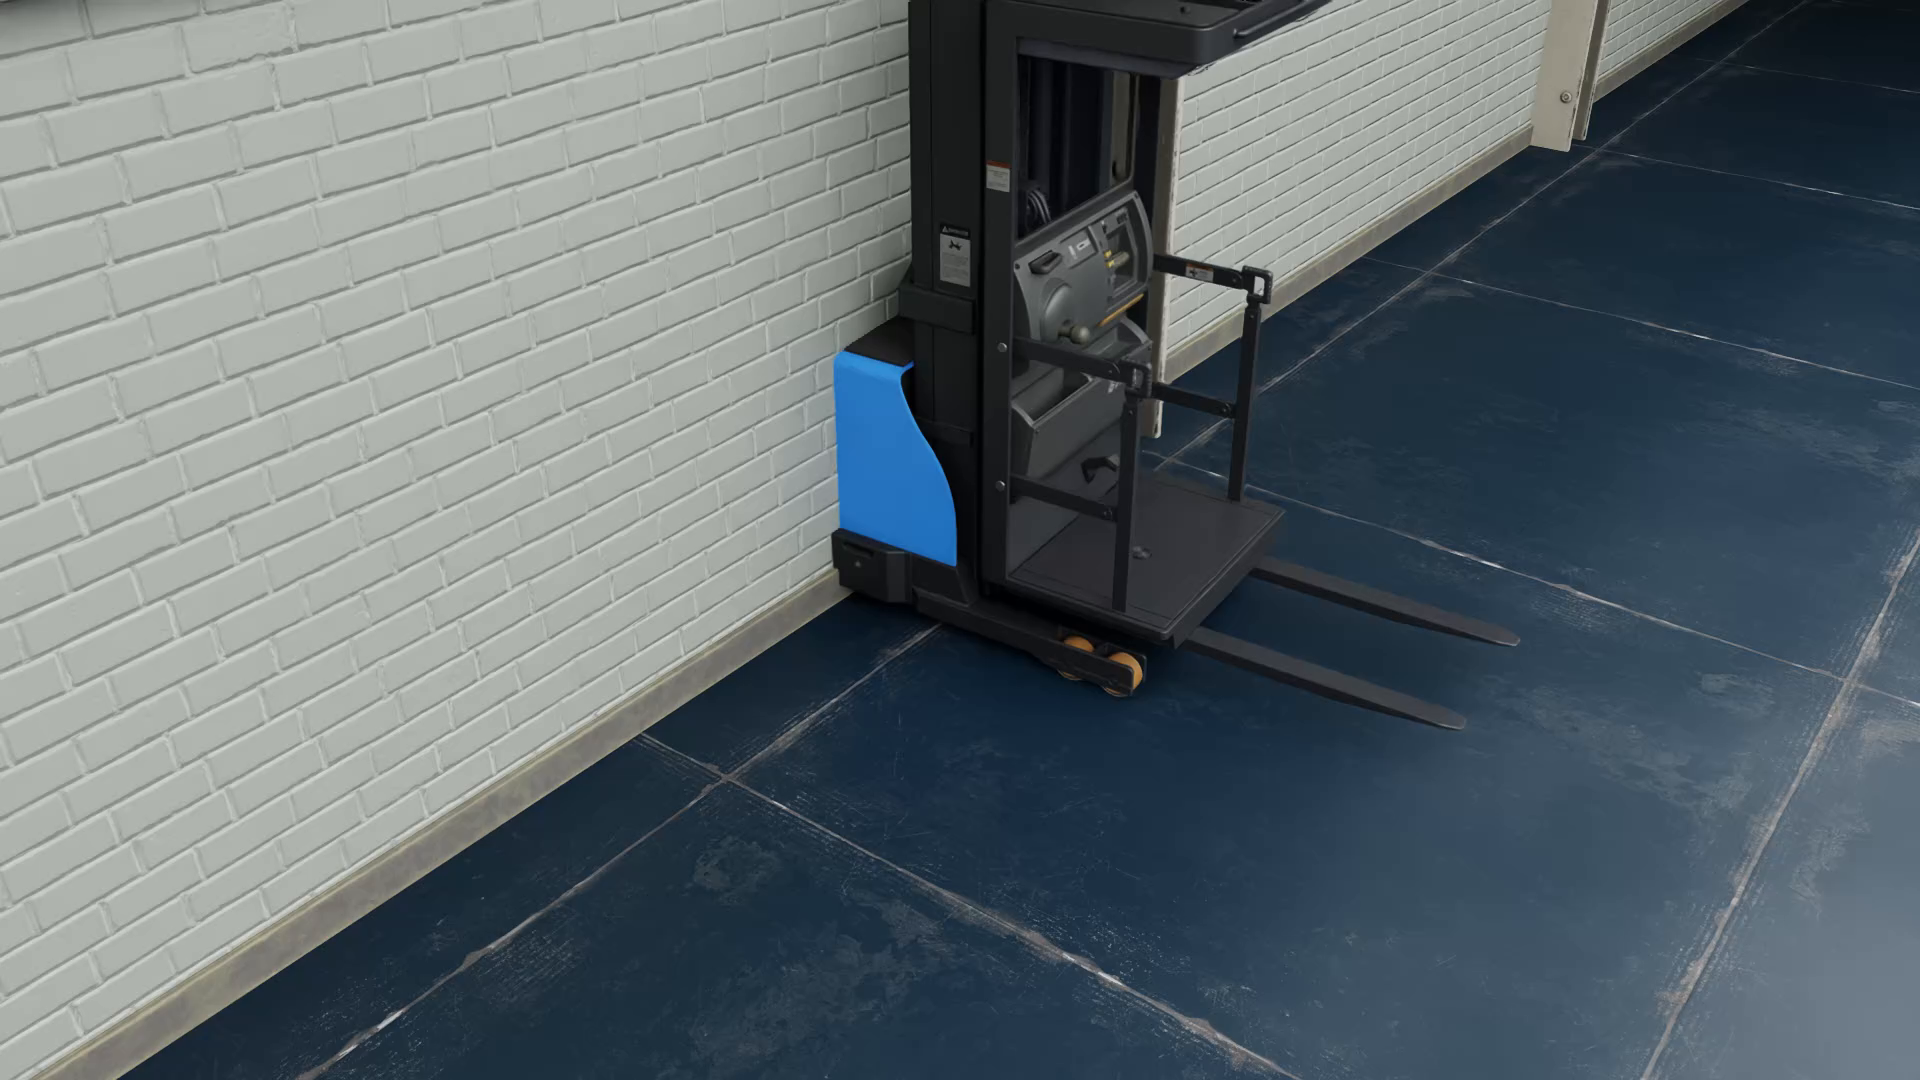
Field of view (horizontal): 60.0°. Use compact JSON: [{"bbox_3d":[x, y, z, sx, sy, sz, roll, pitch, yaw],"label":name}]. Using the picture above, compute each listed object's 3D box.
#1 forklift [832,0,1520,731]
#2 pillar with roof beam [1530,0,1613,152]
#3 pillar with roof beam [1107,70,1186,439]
[{"bbox_3d":[0.638,-0.981,6.030,3.031,2.935,1.130,18,35,28],"label":"forklift"},{"bbox_3d":[7.795,-5.466,7.647,9.100,9.000,0.400,21,37,31],"label":"pillar with roof beam"},{"bbox_3d":[4.173,-3.028,3.532,9.100,9.000,0.400,21,37,31],"label":"pillar with roof beam"}]
